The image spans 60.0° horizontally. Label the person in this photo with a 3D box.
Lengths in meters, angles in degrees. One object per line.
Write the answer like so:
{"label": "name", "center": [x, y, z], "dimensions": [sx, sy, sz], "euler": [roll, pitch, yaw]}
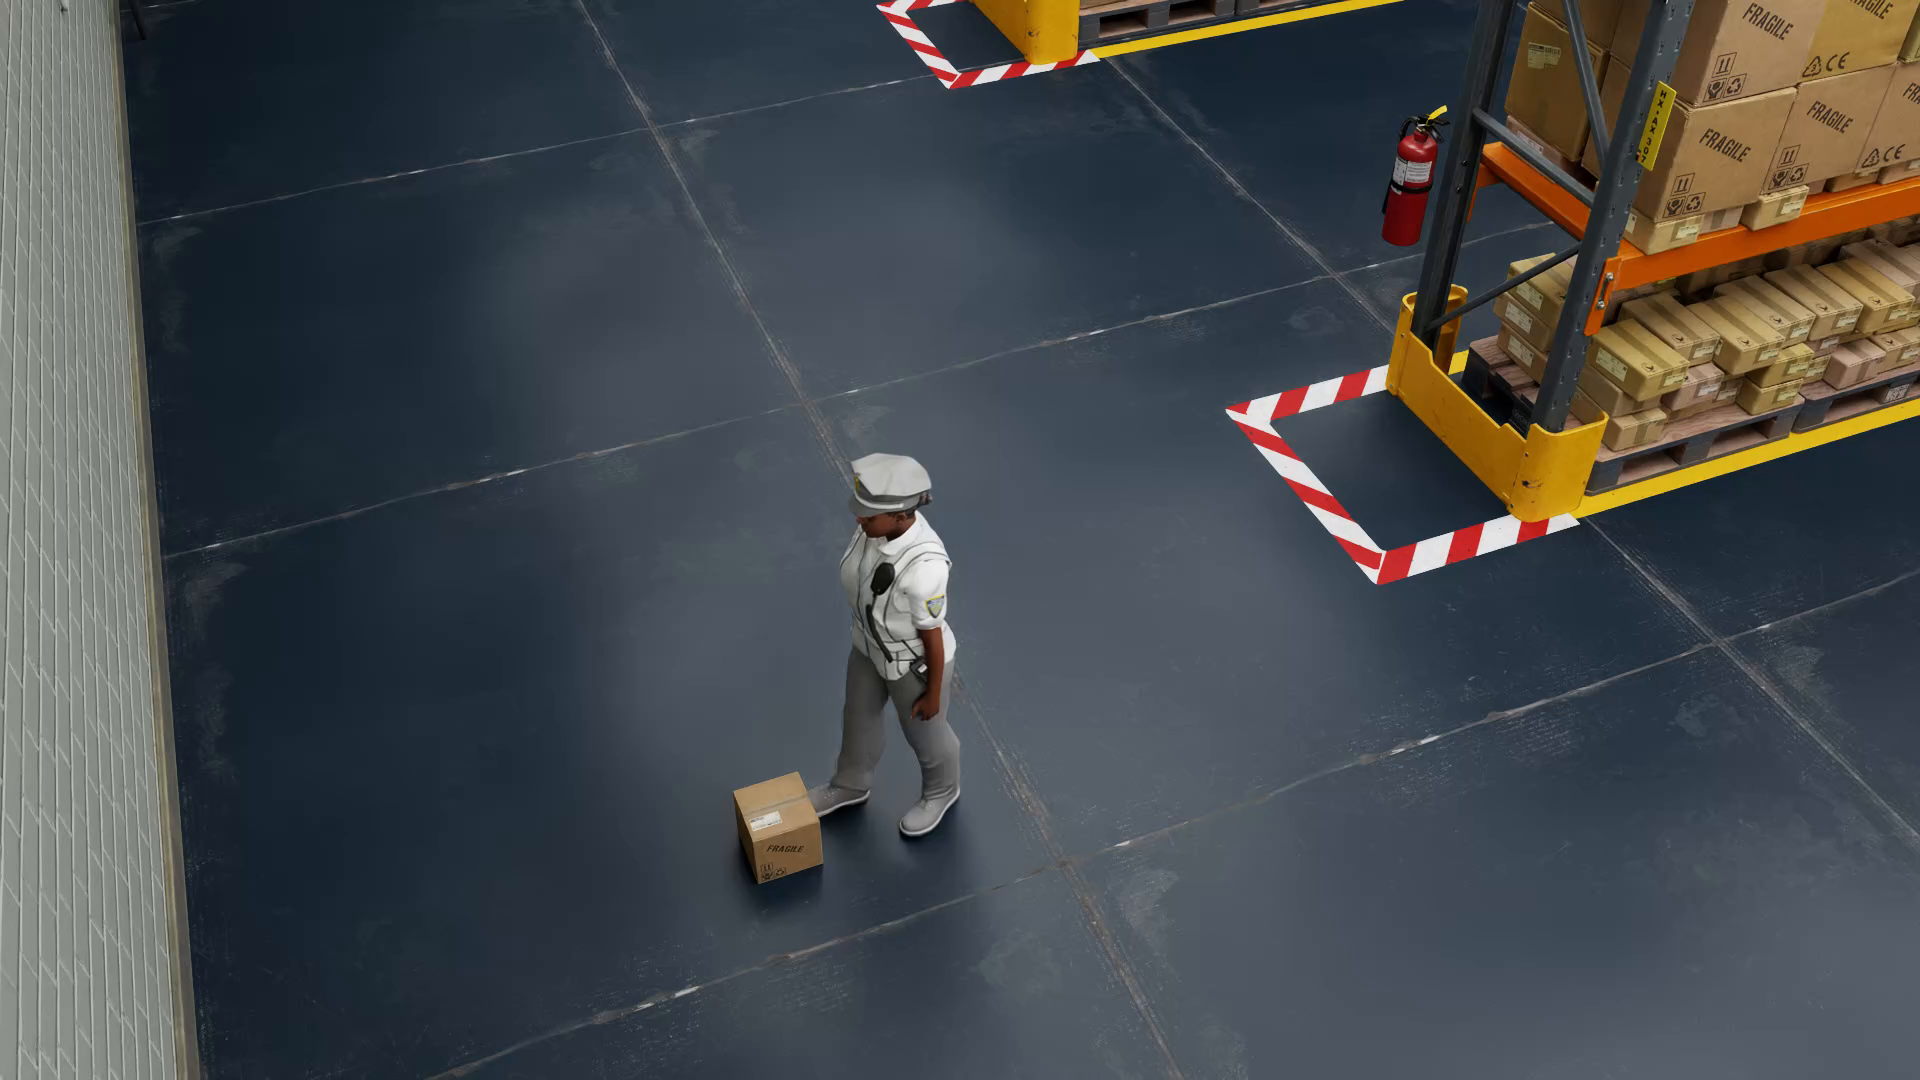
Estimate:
{"label": "person", "center": [-0.237, 0.388, 5.702], "dimensions": [0.523, 1.673, 0.472], "euler": [-19, 45, -20]}
